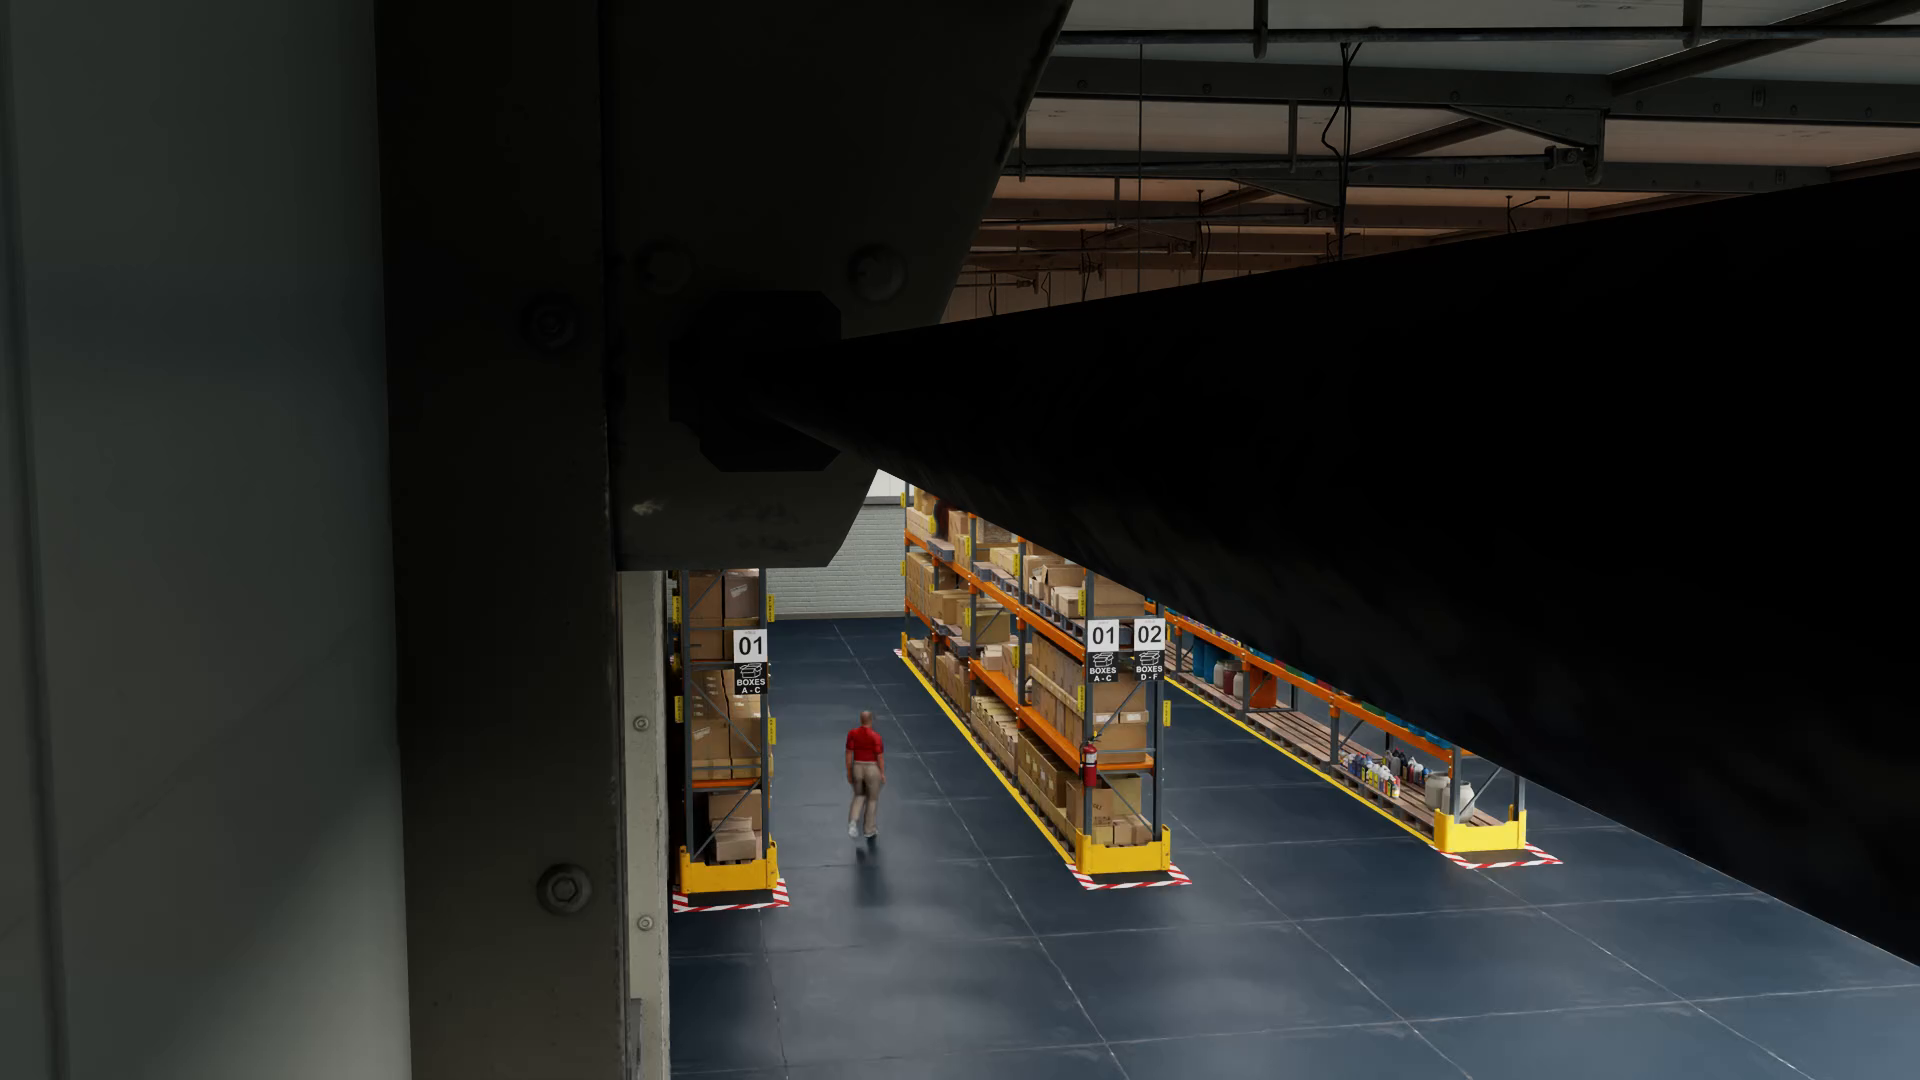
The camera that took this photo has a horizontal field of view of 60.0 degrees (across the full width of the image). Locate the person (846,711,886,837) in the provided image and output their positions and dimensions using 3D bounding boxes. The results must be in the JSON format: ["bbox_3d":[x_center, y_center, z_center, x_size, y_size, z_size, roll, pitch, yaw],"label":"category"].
[{"bbox_3d":[-1.274,3.149,22.352,0.550,1.730,0.501,2,6,23],"label":"person"}]
